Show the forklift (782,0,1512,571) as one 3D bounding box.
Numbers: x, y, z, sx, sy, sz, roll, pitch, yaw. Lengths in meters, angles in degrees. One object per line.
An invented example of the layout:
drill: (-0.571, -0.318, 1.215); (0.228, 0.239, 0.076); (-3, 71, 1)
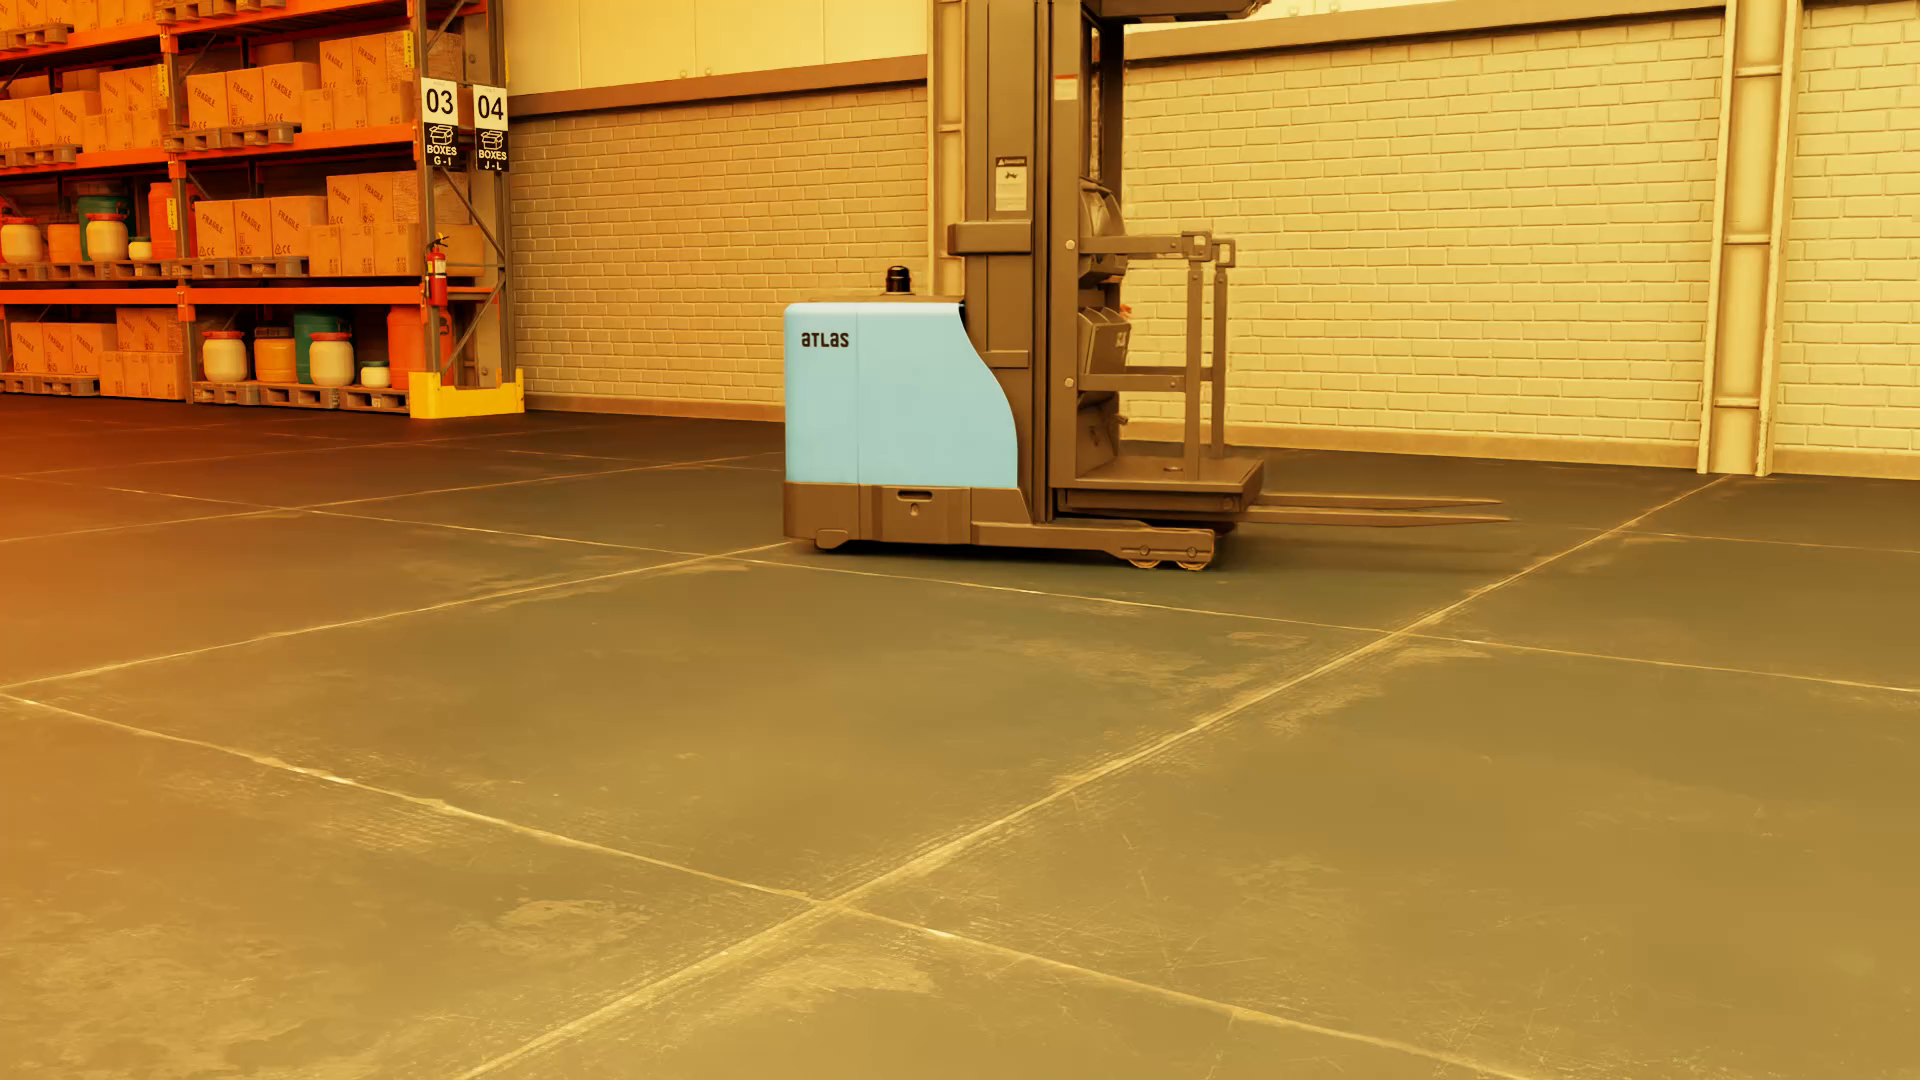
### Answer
forklift: (0.804, -1.410, 7.108); (3.031, 2.935, 1.130); (2, 8, 15)

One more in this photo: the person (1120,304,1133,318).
person: (0.554, -0.952, 8.885); (0.919, 1.512, 1.039); (-2, 8, -16)
